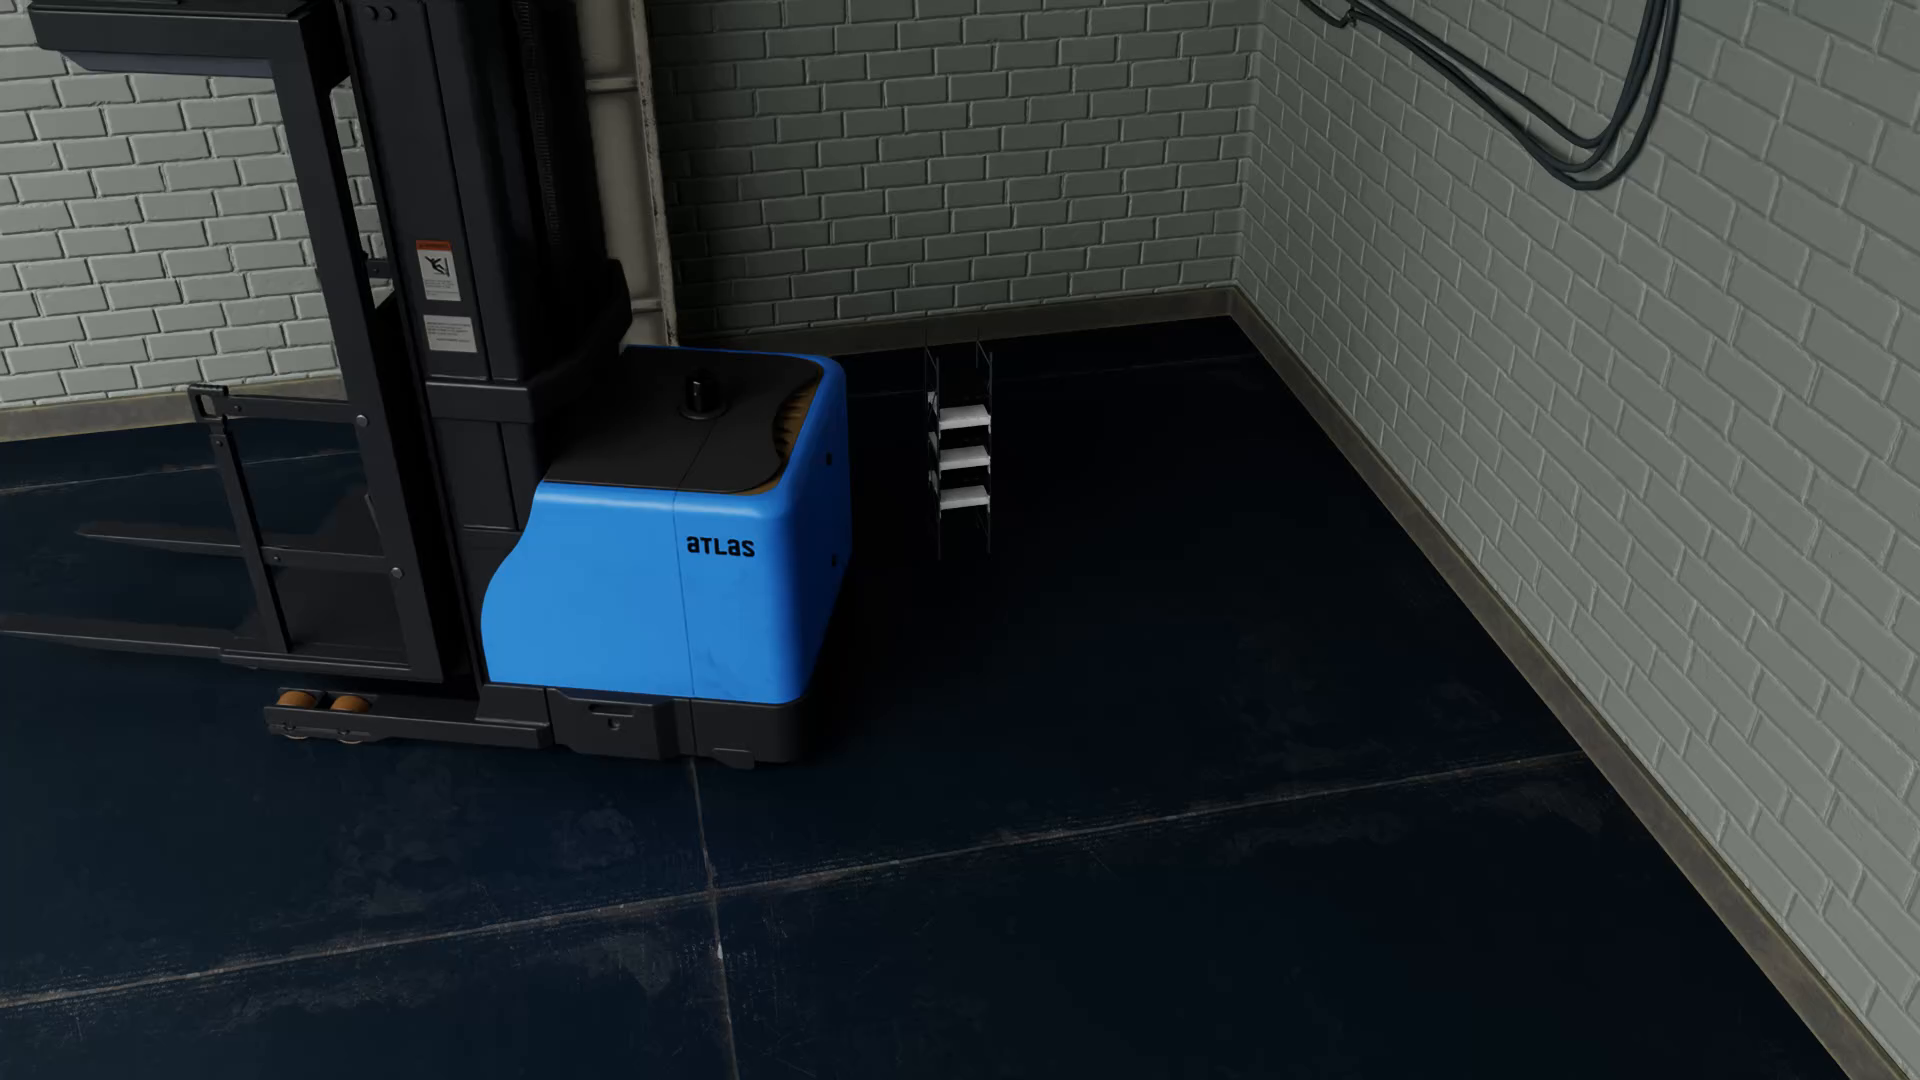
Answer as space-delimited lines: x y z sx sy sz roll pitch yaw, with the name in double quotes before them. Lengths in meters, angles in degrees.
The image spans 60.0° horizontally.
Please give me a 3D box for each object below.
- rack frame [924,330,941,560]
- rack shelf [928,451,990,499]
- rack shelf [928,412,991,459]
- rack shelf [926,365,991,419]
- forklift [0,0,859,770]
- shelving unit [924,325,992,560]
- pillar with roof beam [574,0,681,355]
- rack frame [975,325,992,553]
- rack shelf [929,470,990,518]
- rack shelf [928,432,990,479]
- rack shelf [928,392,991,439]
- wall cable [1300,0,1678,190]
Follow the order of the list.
"rack frame" -0.107 -0.360 6.479 0.006 0.900 0.240 -7 35 -11
"rack shelf" -0.008 -0.270 6.566 0.200 0.077 0.258 -7 35 -11
"rack shelf" -0.008 -0.420 6.466 0.200 0.077 0.258 -7 35 -11
"rack shelf" -0.008 -0.569 6.366 0.200 0.077 0.258 -7 35 -11
"forklift" -1.939 -0.805 5.319 3.031 2.935 1.130 4 34 6
"shelving unit" -0.008 -0.373 6.498 0.210 0.900 0.258 -7 35 -11
"pillar with roof beam" -0.550 -2.113 1.823 0.400 9.000 9.100 -7 35 -11
"rack frame" 0.091 -0.385 6.516 0.006 0.900 0.240 -7 35 -11
"rack shelf" -0.008 -0.196 6.617 0.200 0.077 0.258 -7 35 -11
"rack shelf" -0.008 -0.345 6.516 0.200 0.077 0.258 -7 35 -11
"rack shelf" -0.008 -0.494 6.416 0.200 0.077 0.258 -7 35 -11
"wall cable" 1.666 -2.807 5.643 0.112 2.526 3.097 -7 35 -11
